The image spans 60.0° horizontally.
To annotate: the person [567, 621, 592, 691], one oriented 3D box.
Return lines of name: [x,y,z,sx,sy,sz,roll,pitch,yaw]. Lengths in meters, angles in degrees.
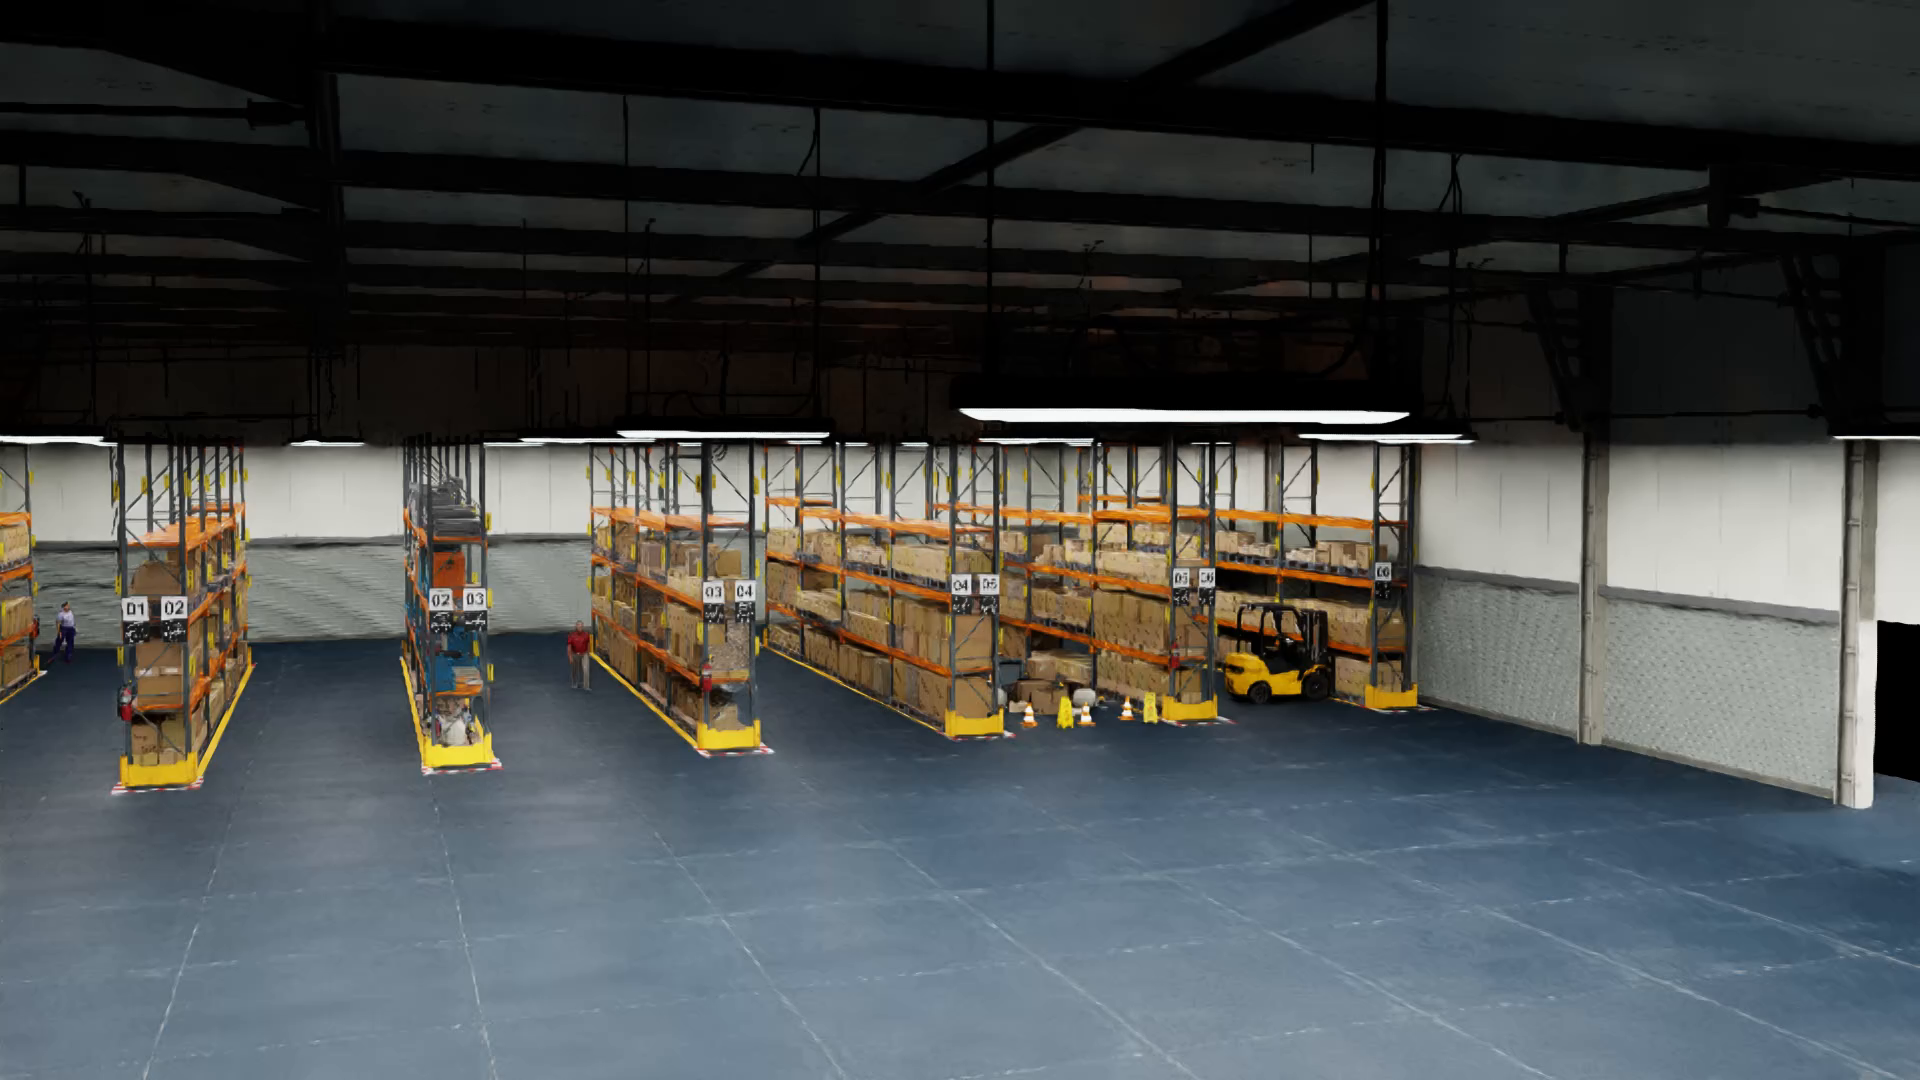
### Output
person: [-8.965,2.715,39.125,0.542,1.645,1.126,-1,3,-18]

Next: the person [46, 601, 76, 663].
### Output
person: [-23.962,2.458,44.286,0.507,1.641,0.683,1,3,24]

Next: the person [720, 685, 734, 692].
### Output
person: [-5.487,2.645,39.030,0.468,1.794,0.625,-3,4,-40]

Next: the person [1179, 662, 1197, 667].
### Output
person: [5.298,2.672,38.785,0.632,1.771,0.447,3,4,39]
